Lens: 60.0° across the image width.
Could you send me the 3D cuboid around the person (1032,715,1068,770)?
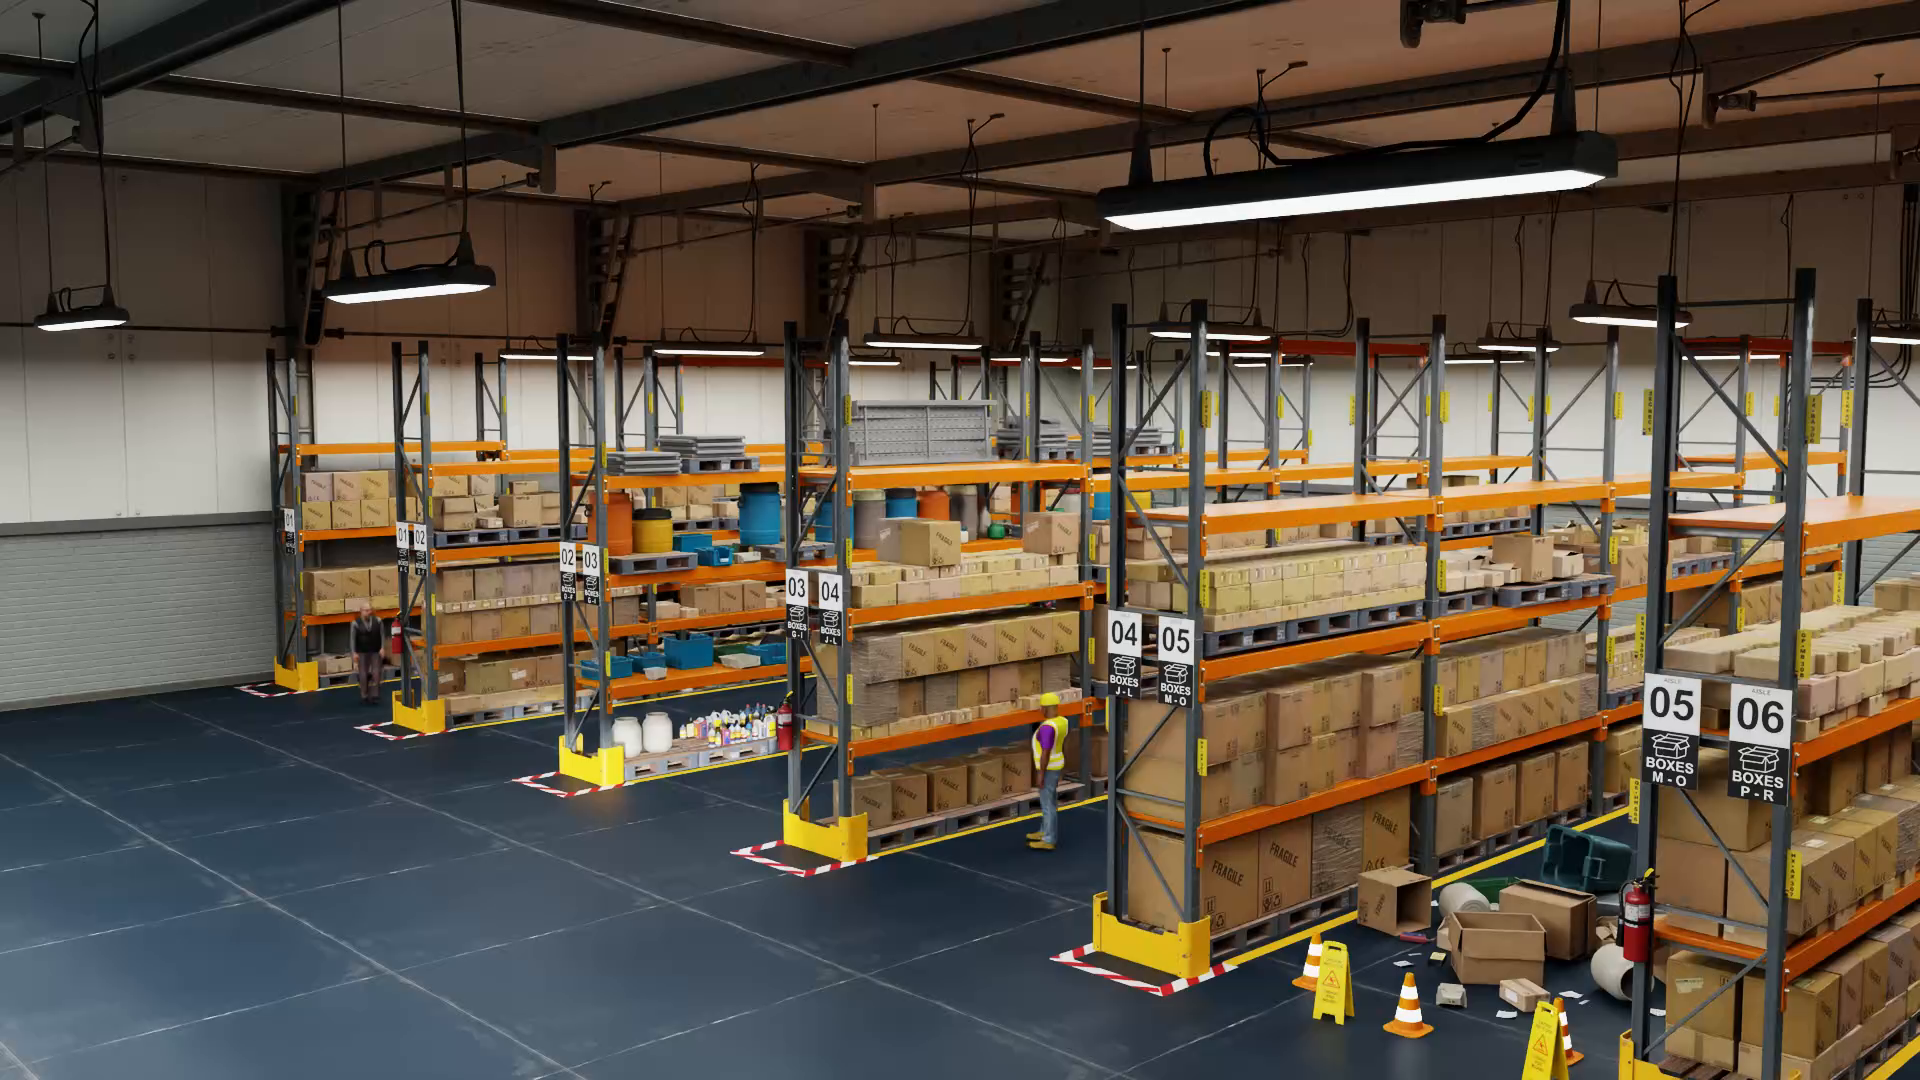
[{"bbox_3d":[1.029,2.325,19.047,0.391,0.633,0.573,1,5,10],"label":"person"}]
